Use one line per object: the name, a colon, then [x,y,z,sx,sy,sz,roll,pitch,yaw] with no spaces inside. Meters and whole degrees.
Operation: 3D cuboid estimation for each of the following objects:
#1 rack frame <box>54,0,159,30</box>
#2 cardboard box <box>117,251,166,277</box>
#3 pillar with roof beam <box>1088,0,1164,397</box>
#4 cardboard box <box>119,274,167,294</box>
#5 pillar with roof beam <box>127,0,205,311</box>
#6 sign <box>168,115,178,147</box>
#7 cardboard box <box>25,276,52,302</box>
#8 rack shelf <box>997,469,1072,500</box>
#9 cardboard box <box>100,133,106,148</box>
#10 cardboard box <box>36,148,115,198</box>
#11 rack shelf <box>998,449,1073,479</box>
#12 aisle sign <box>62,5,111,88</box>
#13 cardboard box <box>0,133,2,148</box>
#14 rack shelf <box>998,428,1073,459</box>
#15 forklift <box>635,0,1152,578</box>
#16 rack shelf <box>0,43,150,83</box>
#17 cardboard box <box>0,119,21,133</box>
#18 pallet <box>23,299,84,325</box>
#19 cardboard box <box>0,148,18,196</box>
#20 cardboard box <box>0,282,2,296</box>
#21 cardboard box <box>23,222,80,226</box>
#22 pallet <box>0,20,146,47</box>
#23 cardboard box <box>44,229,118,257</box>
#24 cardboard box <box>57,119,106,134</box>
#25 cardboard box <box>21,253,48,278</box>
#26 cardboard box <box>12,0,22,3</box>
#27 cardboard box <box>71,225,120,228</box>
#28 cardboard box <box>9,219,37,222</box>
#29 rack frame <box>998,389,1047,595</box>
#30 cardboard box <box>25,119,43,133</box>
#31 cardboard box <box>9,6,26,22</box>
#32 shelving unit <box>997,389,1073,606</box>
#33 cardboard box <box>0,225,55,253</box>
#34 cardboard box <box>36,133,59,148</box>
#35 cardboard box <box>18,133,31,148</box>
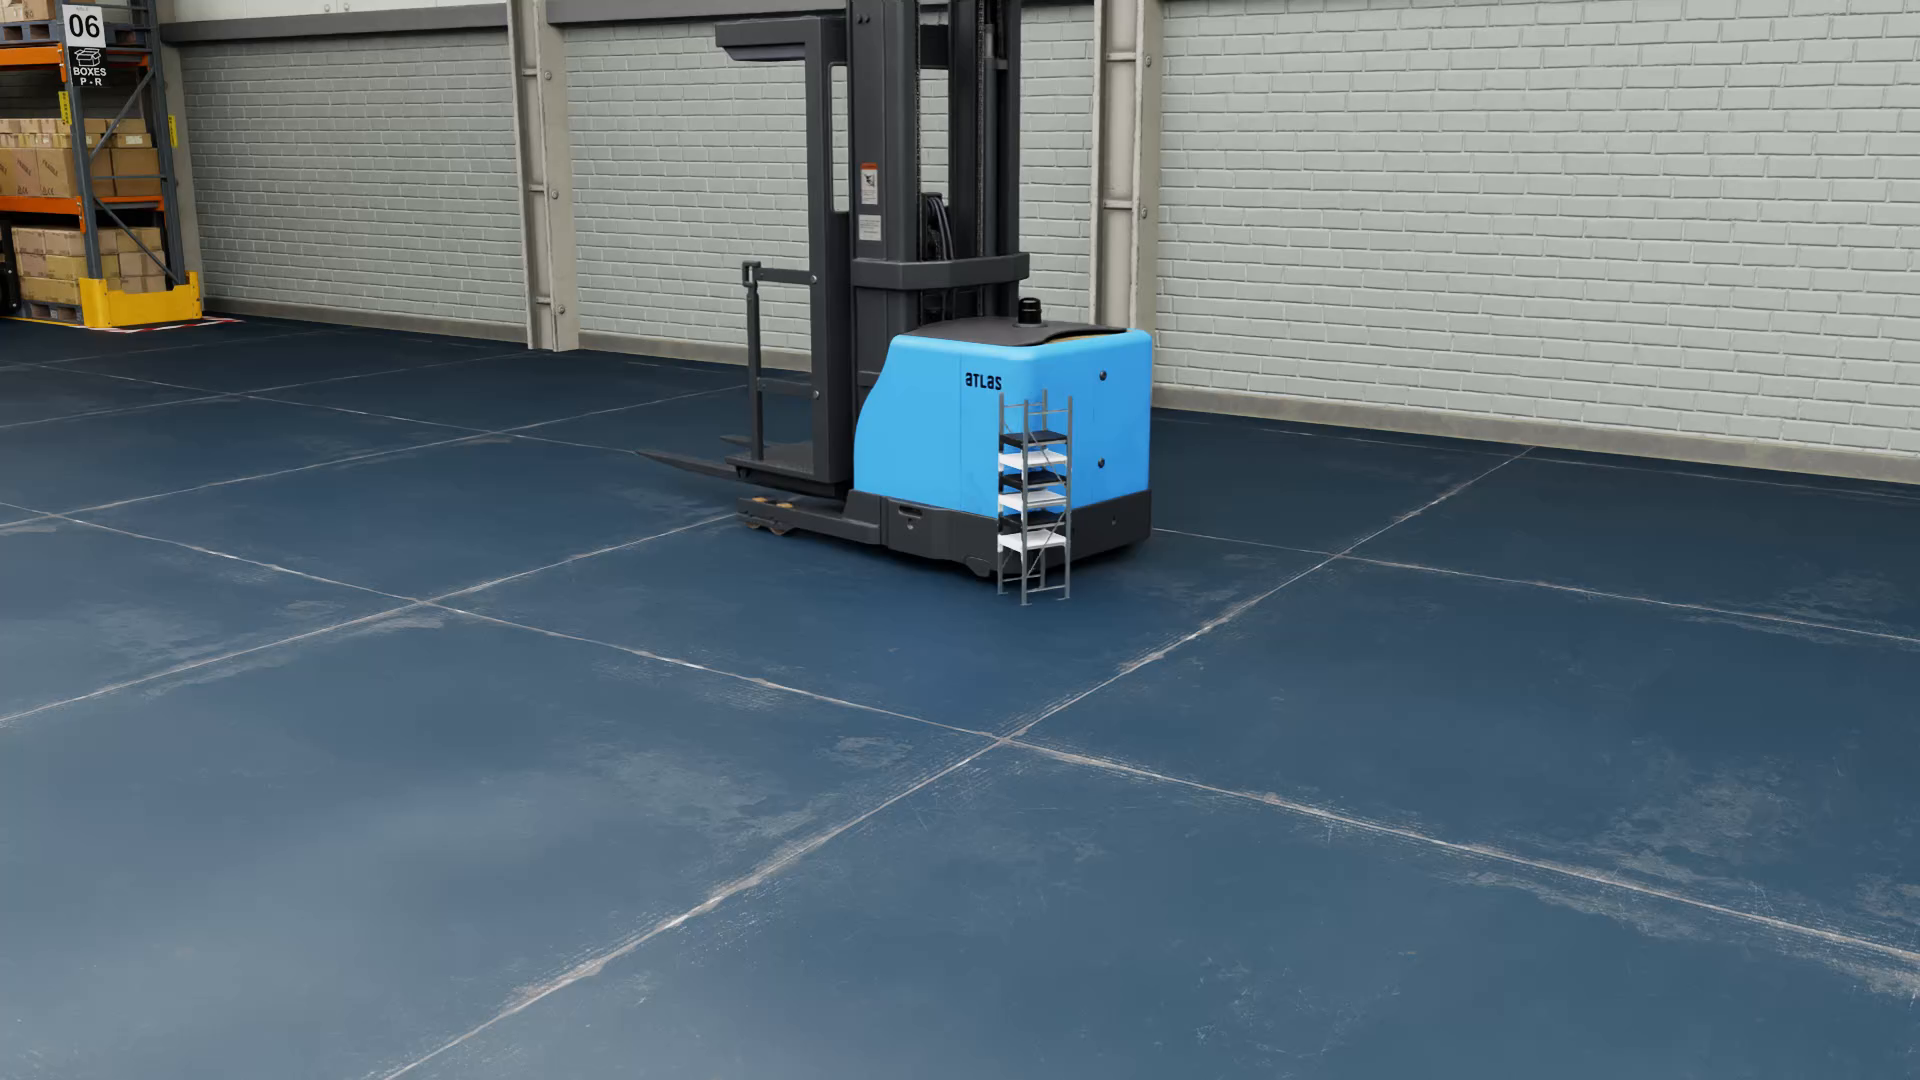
rack frame: [-8.698,-6.693,16.634,0.127,3.000,1.000,9,17,33]
cardboard box: [-8.973,-2.997,17.996,0.500,0.250,0.500,10,17,34]
pillar with roof beam: [-1.218,-4.498,7.768,0.400,9.000,9.100,9,17,33]
cardboard box: [-8.997,-2.755,18.058,0.500,0.250,0.500,9,17,33]
pillar with roof beam: [-11.176,-6.108,14.269,0.400,9.000,9.100,9,17,33]
sign: [-8.384,-4.349,17.685,0.005,0.325,0.100,9,17,33]
cardboard box: [-9.672,-2.719,17.912,0.500,0.250,0.500,9,17,33]
rack shelf: [0.323,-0.241,7.189,0.258,0.077,0.200,-8,16,-28]
cardboard box: [-9.075,-4.262,17.740,0.250,0.149,0.380,9,17,33]
cardboard box: [-9.253,-3.843,17.398,0.500,0.500,0.500,9,16,32]
rack shelf: [0.323,-0.329,7.168,0.258,0.077,0.200,-8,16,-28]
aisle sign: [-8.808,-4.976,16.770,0.004,0.787,0.394,9,17,33]
cardboard box: [-10.220,-4.302,17.902,0.250,0.149,0.380,9,17,33]
rack shelf: [0.323,-0.416,7.146,0.258,0.077,0.200,-8,16,-28]
forklift: [-0.503,-1.528,8.395,3.031,2.935,1.130,12,18,41]
rack shelf: [-10.358,-5.156,18.164,4.000,0.370,1.077,9,17,33]
cardboard box: [-10.011,-4.412,17.728,0.250,0.149,0.380,10,17,34]
pallet: [-9.356,-2.522,18.070,1.213,0.211,1.003,9,17,33]
cardboard box: [-10.104,-3.983,17.964,0.500,0.500,0.500,9,16,32]
cardboard box: [-10.525,-2.853,18.453,0.500,0.250,0.500,10,17,35]
cardboard box: [-10.238,-3.443,18.758,0.500,0.250,0.500,9,16,32]
pallet: [-9.271,-5.294,17.409,1.213,0.211,1.003,9,17,33]
cardboard box: [-9.254,-3.135,17.513,0.500,0.250,0.500,10,17,35]
cardboard box: [-9.113,-4.295,17.253,0.250,0.149,0.380,9,17,33]
cardboard box: [-9.687,-2.965,17.867,0.500,0.250,0.500,9,17,32]
cardboard box: [-9.996,-5.706,17.599,0.500,0.500,0.700,9,17,33]
cardboard box: [-9.408,-3.304,18.195,0.500,0.250,0.500,9,17,33]
cardboard box: [-11.072,-3.580,19.308,0.500,0.250,0.500,9,16,32]
rack frame: [0.274,-0.208,7.289,0.240,0.900,0.006,-8,16,-28]
cardboard box: [-9.567,-4.351,17.482,0.250,0.149,0.380,10,17,34]
cardboard box: [-9.555,-5.418,17.166,0.250,0.149,0.380,9,16,31]
shelving unit: [0.323,-0.186,7.203,0.258,0.900,0.210,-8,16,-28]
cardboard box: [-10.106,-3.268,18.050,0.500,0.250,0.500,9,17,34]
cardboard box: [-9.371,-4.163,17.341,0.250,0.149,0.380,9,17,34]
cardboard box: [-9.751,-4.246,17.675,0.250,0.149,0.380,9,17,32]
